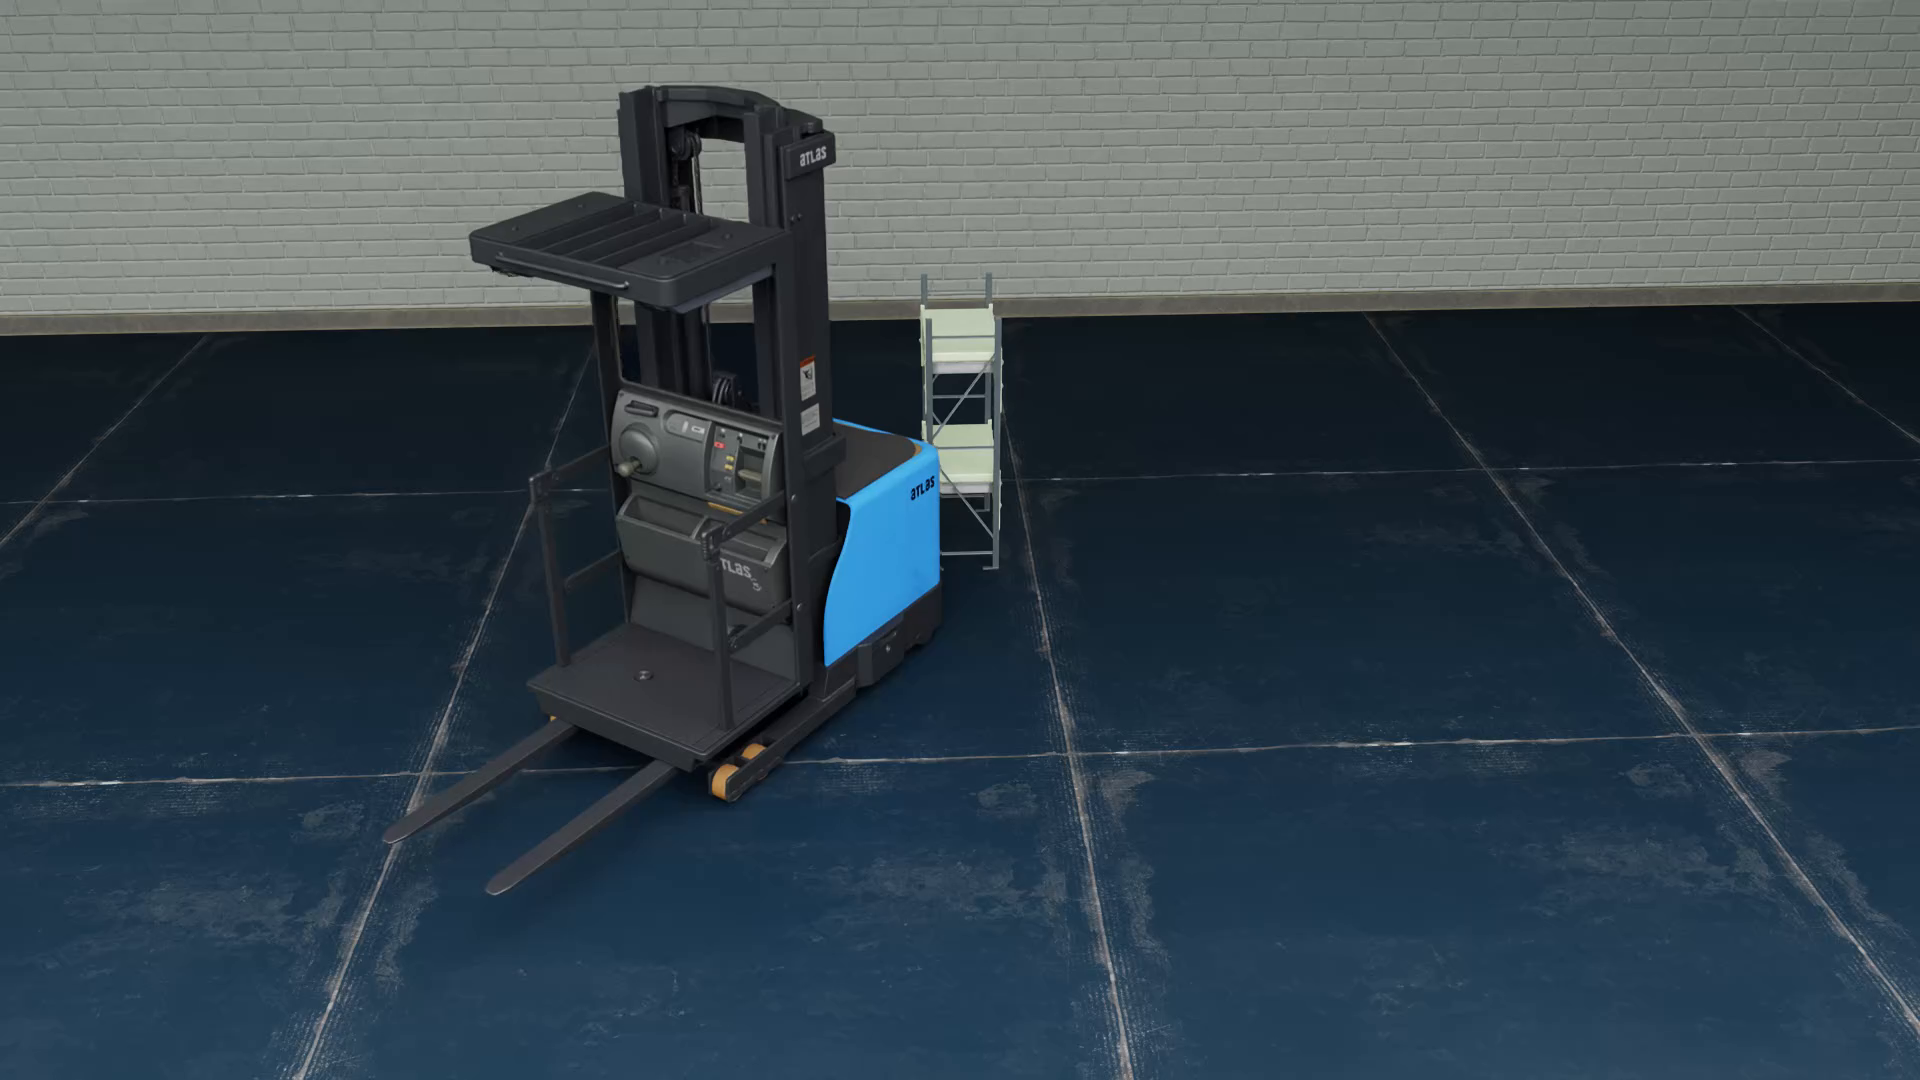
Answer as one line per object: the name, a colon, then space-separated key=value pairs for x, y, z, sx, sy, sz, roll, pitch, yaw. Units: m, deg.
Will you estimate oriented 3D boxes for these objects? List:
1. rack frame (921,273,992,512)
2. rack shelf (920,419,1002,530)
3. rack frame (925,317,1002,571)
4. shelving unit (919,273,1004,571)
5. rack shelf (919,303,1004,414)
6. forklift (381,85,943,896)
rack frame: x=-0.019 y=-0.837 z=9.733 sx=0.400 sy=1.500 sz=0.023 roll=-1 pitch=28 yaw=-3
rack shelf: x=0.000 y=-0.379 z=9.560 sx=0.431 sy=0.370 sz=0.720 roll=-1 pitch=28 yaw=-3
rack frame: x=0.019 y=-0.499 z=9.085 sx=0.400 sy=1.500 sz=0.023 roll=-1 pitch=28 yaw=-3
shelving unit: x=0.000 y=-0.668 z=9.409 sx=0.431 sy=1.500 sz=0.755 roll=-1 pitch=28 yaw=-3
rack shelf: x=0.000 y=-1.014 z=9.229 sx=0.431 sy=0.370 sz=0.720 roll=-1 pitch=28 yaw=-3
forklift: x=-1.306 y=-0.370 z=7.290 sx=1.130 sy=2.935 sz=3.031 roll=16 pitch=32 yaw=28
